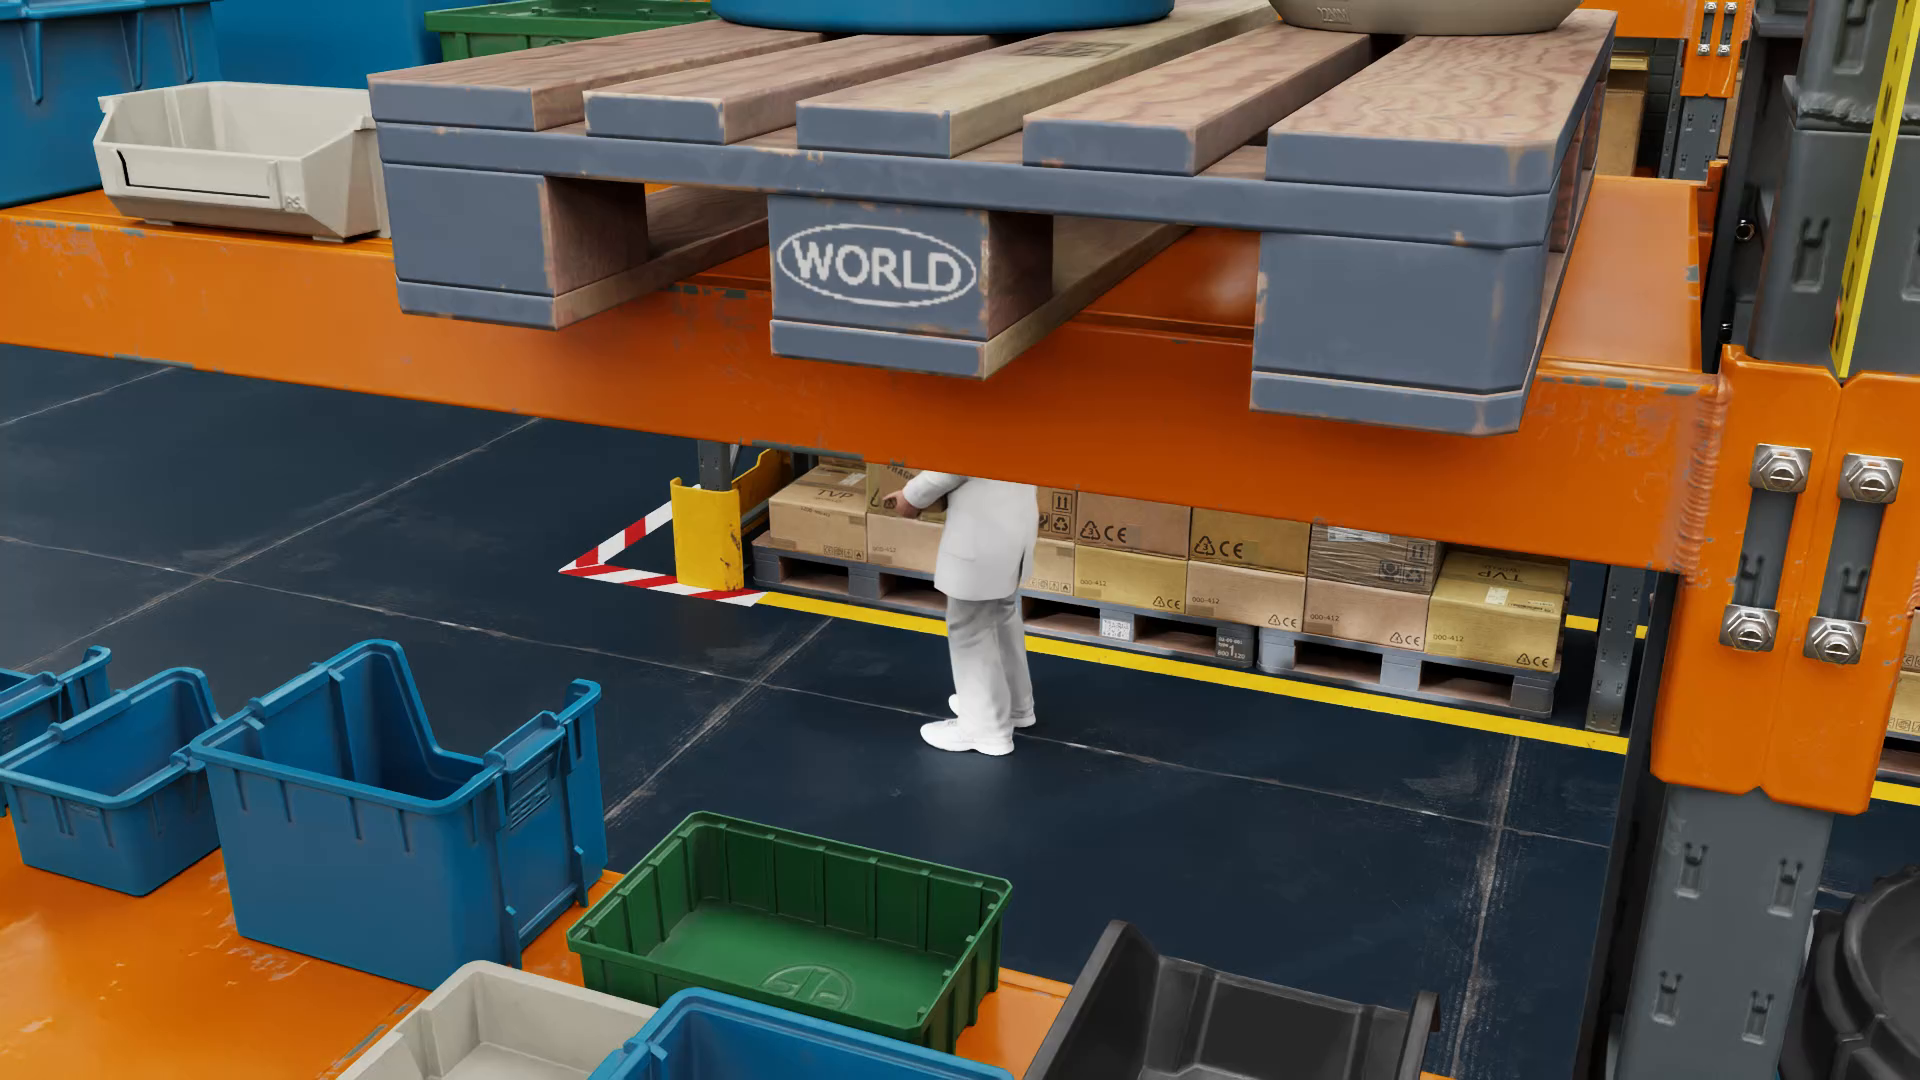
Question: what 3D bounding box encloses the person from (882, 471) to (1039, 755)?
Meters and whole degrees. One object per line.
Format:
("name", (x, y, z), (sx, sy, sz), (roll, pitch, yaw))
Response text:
("person", (0.017, -0.065, 6.279), (0.563, 1.770, 0.530), (9, 24, 21))
